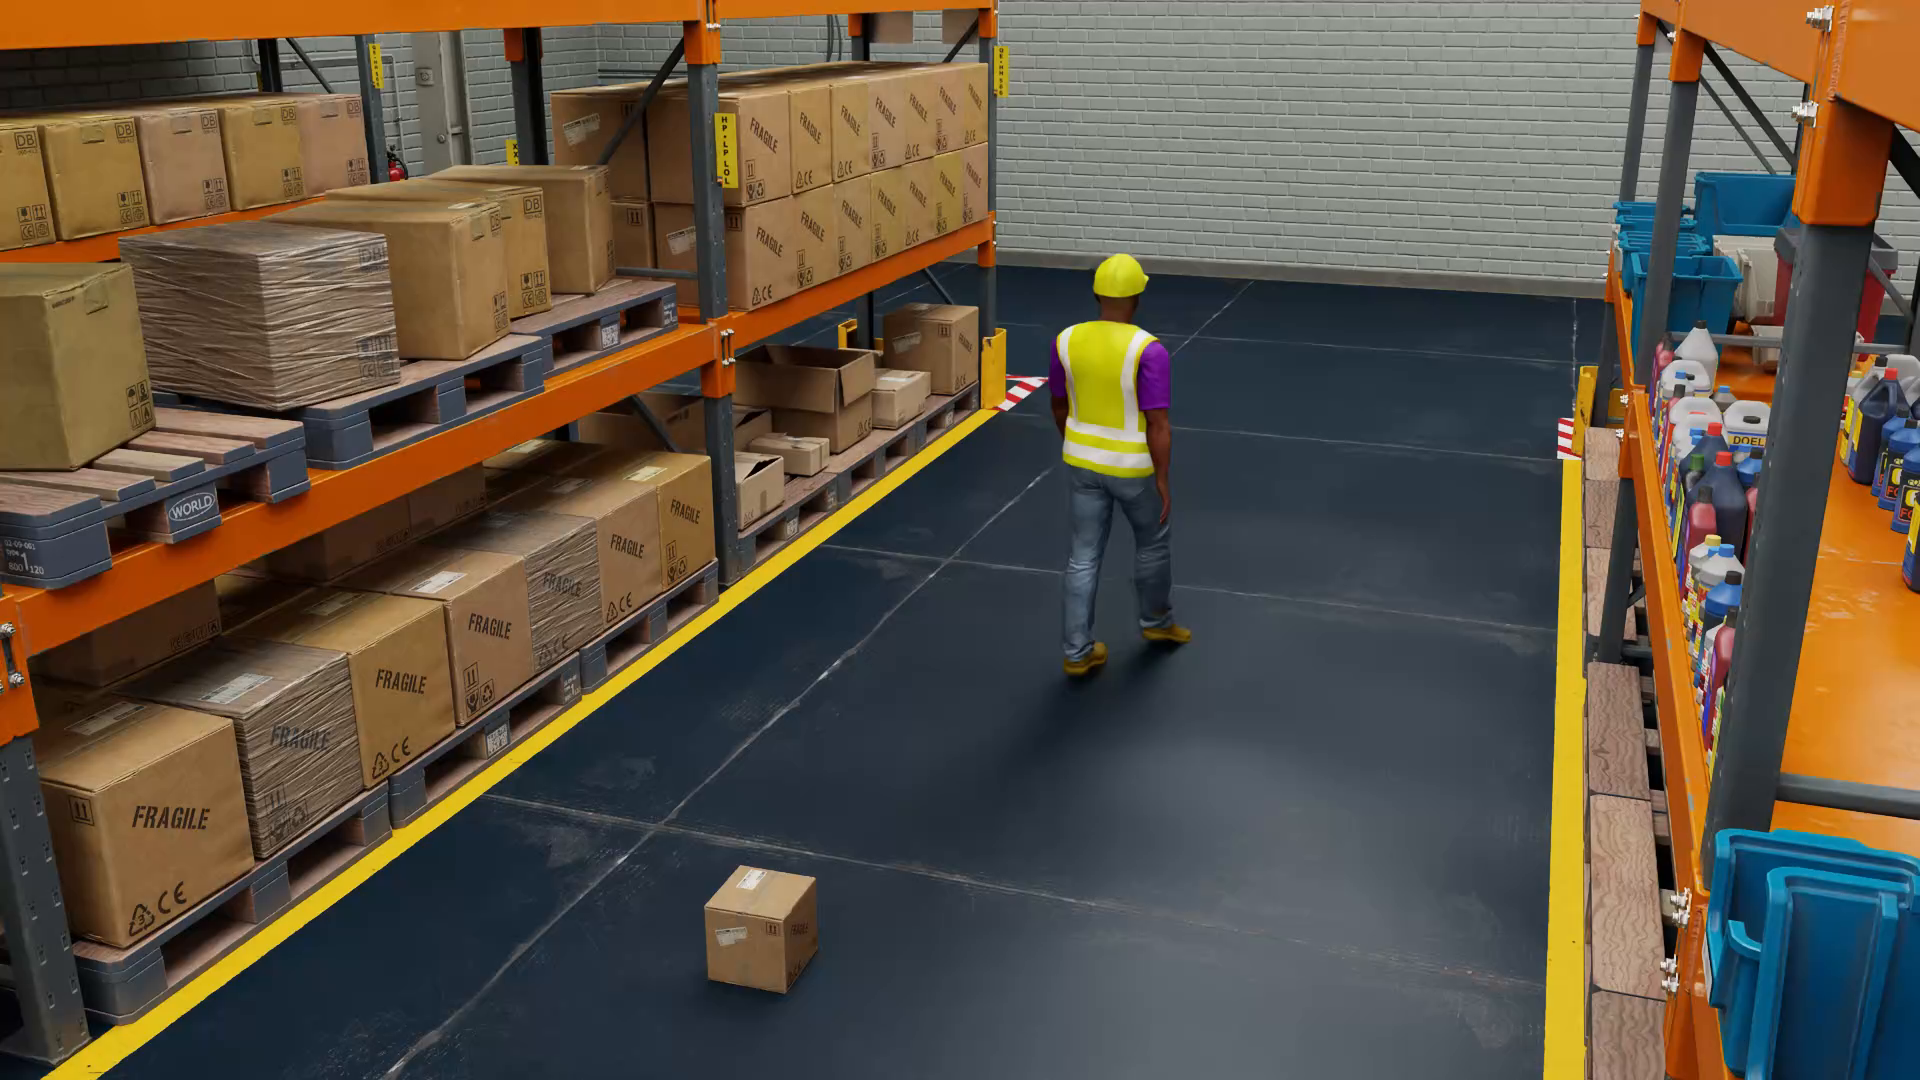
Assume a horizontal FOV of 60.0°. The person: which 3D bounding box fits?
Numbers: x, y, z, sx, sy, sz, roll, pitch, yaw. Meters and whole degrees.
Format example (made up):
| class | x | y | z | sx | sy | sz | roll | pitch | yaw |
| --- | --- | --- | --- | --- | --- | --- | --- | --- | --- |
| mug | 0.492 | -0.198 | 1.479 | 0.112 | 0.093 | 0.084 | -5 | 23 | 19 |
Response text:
| class | x | y | z | sx | sy | sz | roll | pitch | yaw |
| --- | --- | --- | --- | --- | --- | --- | --- | --- | --- |
| person | 0.681 | -0.306 | 6.999 | 0.614 | 1.745 | 0.817 | 10 | 21 | 28 |
